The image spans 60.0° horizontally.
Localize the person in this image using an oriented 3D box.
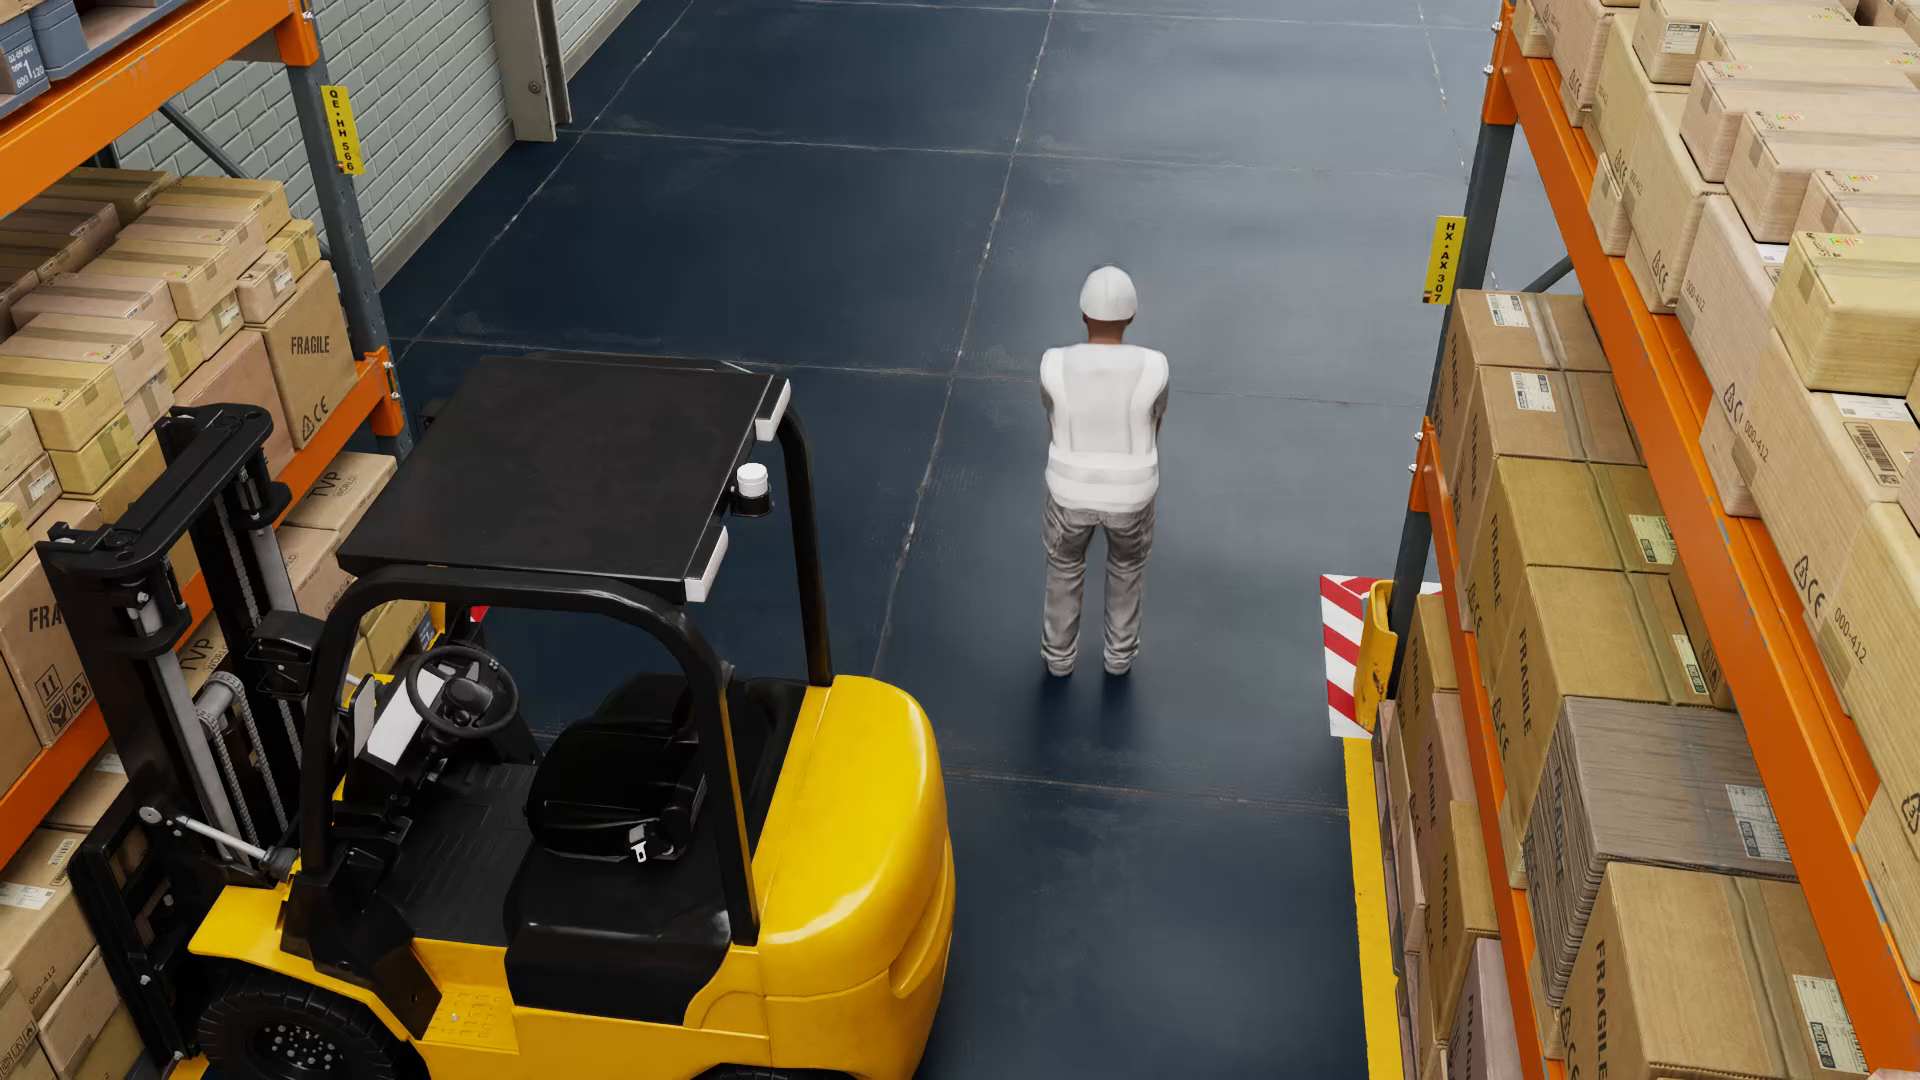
[{"bbox_3d":[0.542,-0.260,6.498,0.492,1.773,0.581,4,36,5],"label":"person"}]
